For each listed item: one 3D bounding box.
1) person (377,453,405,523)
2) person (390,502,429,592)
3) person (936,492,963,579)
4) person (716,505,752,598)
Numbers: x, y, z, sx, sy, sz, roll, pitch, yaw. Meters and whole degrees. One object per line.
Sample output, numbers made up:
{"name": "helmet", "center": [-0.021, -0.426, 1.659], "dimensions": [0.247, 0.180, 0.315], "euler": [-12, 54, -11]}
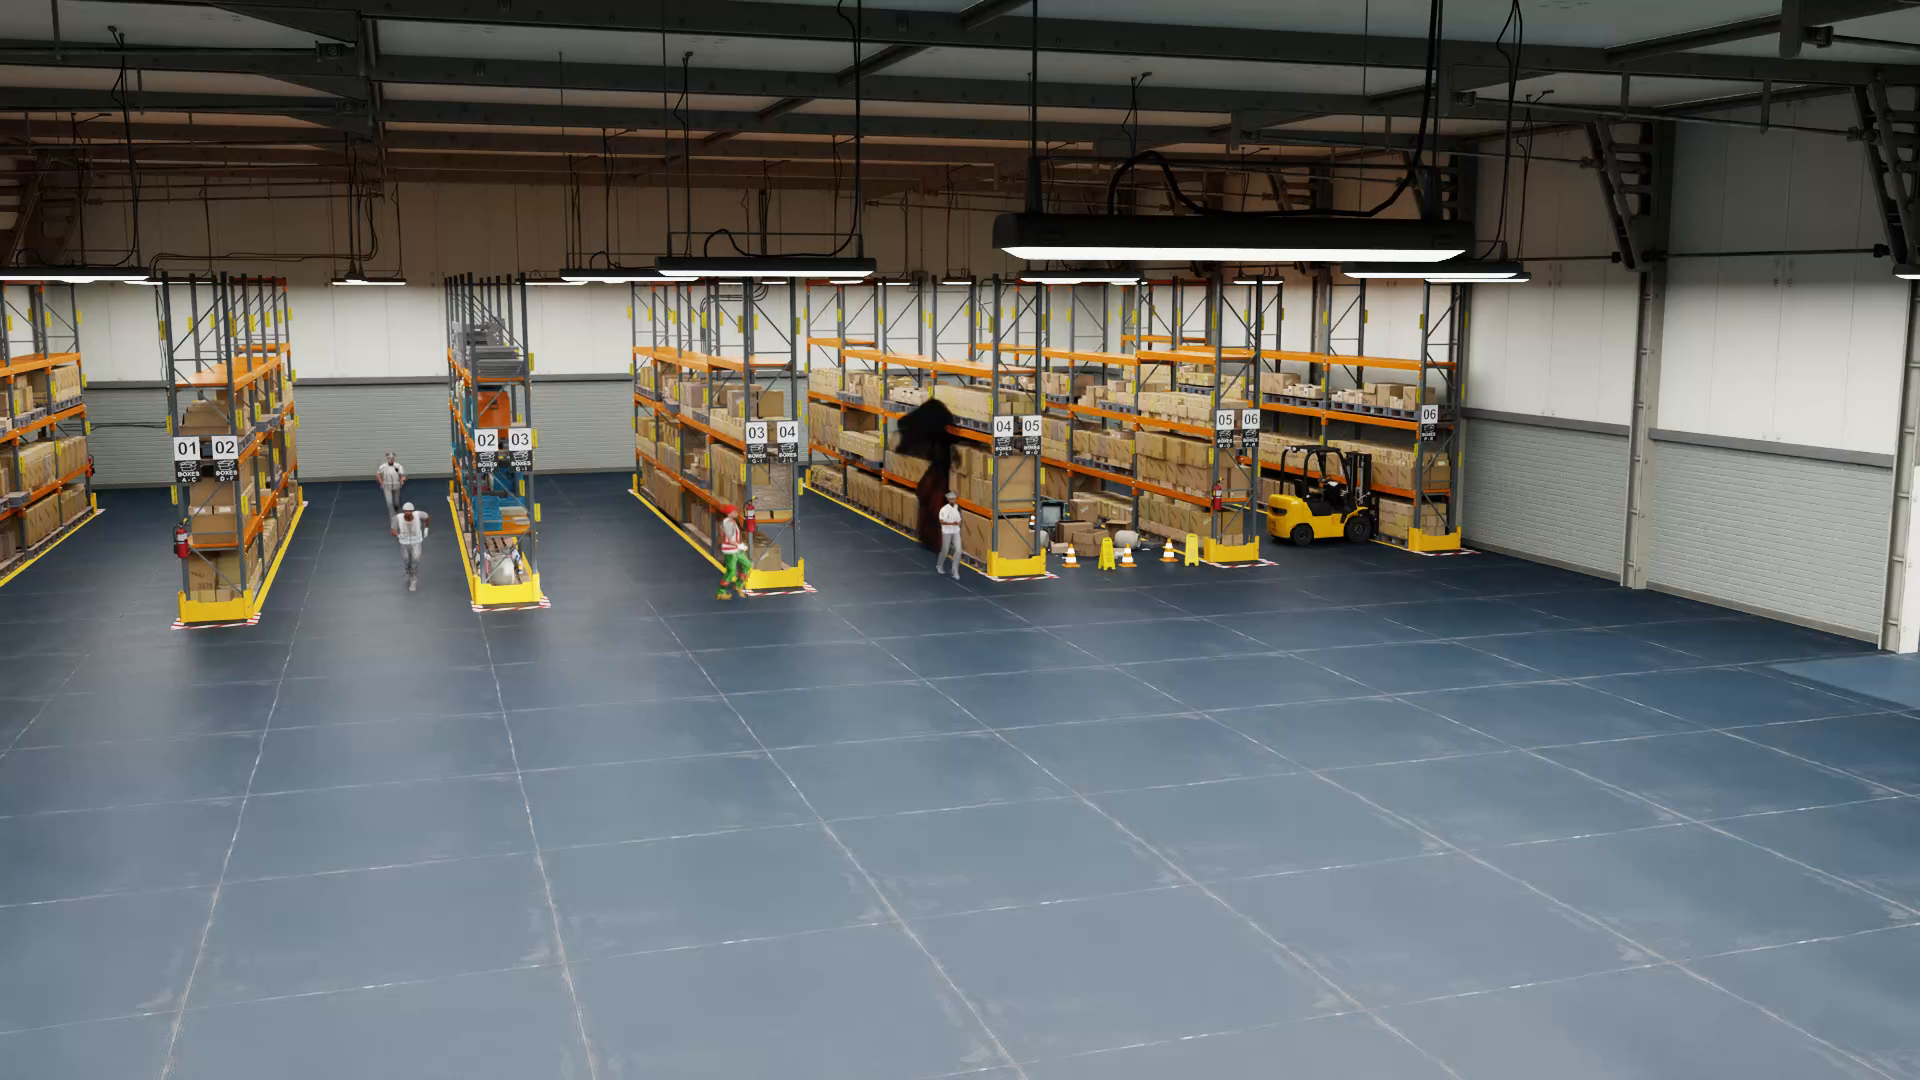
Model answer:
{"name": "person", "center": [-13.953, -1.282, 40.825], "dimensions": [0.645, 1.767, 0.900], "euler": [-4, 9, -24]}
{"name": "person", "center": [-10.564, 0.103, 31.975], "dimensions": [0.729, 1.754, 1.038], "euler": [-3, 9, -21]}
{"name": "person", "center": [-0.197, -0.095, 33.224], "dimensions": [0.571, 1.779, 0.730], "euler": [-5, 10, -29]}
{"name": "person", "center": [-4.200, 0.226, 30.748], "dimensions": [0.664, 1.784, 0.671], "euler": [-1, 9, -5]}
